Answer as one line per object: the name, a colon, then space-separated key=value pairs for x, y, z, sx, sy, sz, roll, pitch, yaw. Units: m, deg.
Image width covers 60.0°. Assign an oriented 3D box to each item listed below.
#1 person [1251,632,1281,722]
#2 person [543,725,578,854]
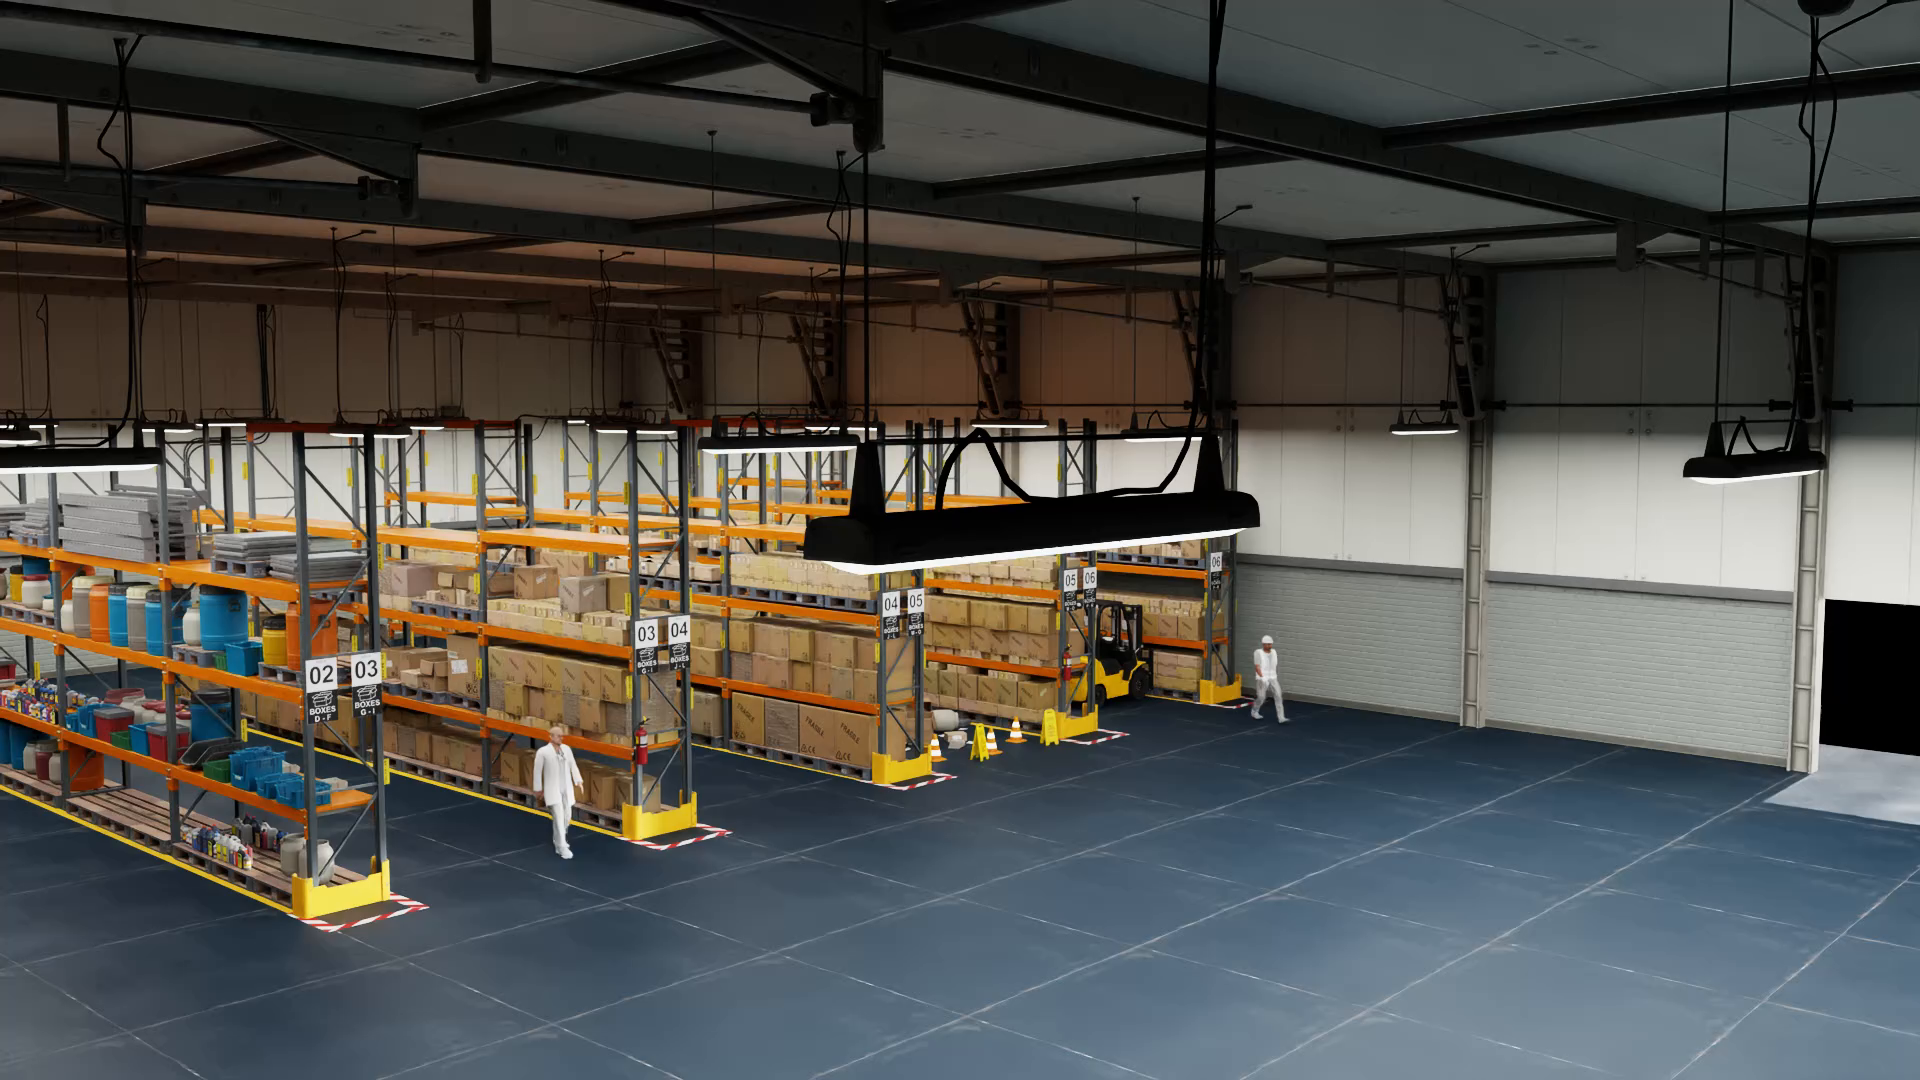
person: x=6.115 y=2.728 z=33.155 sx=0.606 sy=1.807 sz=0.373 roll=4 pitch=6 yaw=39
person: x=-5.695 y=3.523 z=23.600 sx=0.578 sy=1.787 sz=0.639 roll=0 pitch=5 yaw=-1
